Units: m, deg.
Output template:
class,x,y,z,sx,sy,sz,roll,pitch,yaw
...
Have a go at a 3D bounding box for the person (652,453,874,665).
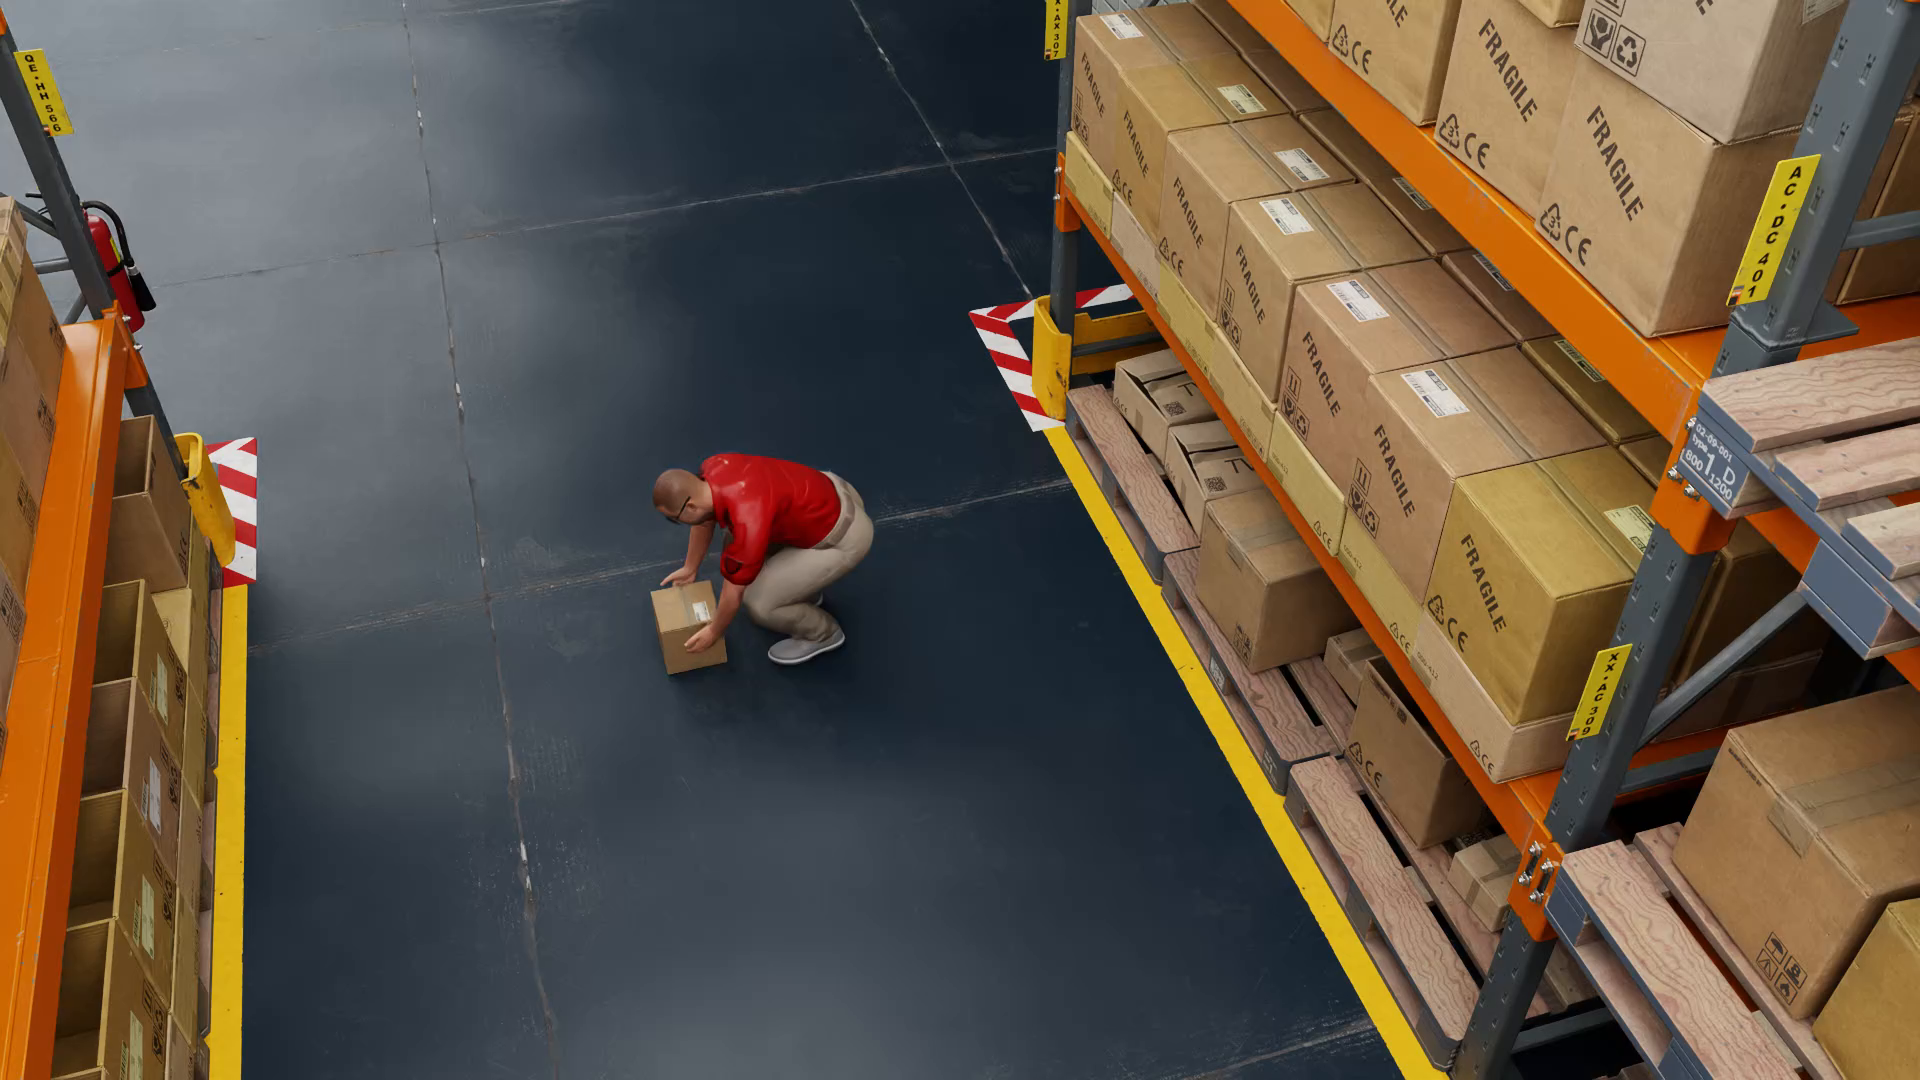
class,x,y,z,sx,sy,sz,roll,pitch,yaw
person,-0.770,0.040,6.667,0.858,1.013,0.563,-12,43,-13
